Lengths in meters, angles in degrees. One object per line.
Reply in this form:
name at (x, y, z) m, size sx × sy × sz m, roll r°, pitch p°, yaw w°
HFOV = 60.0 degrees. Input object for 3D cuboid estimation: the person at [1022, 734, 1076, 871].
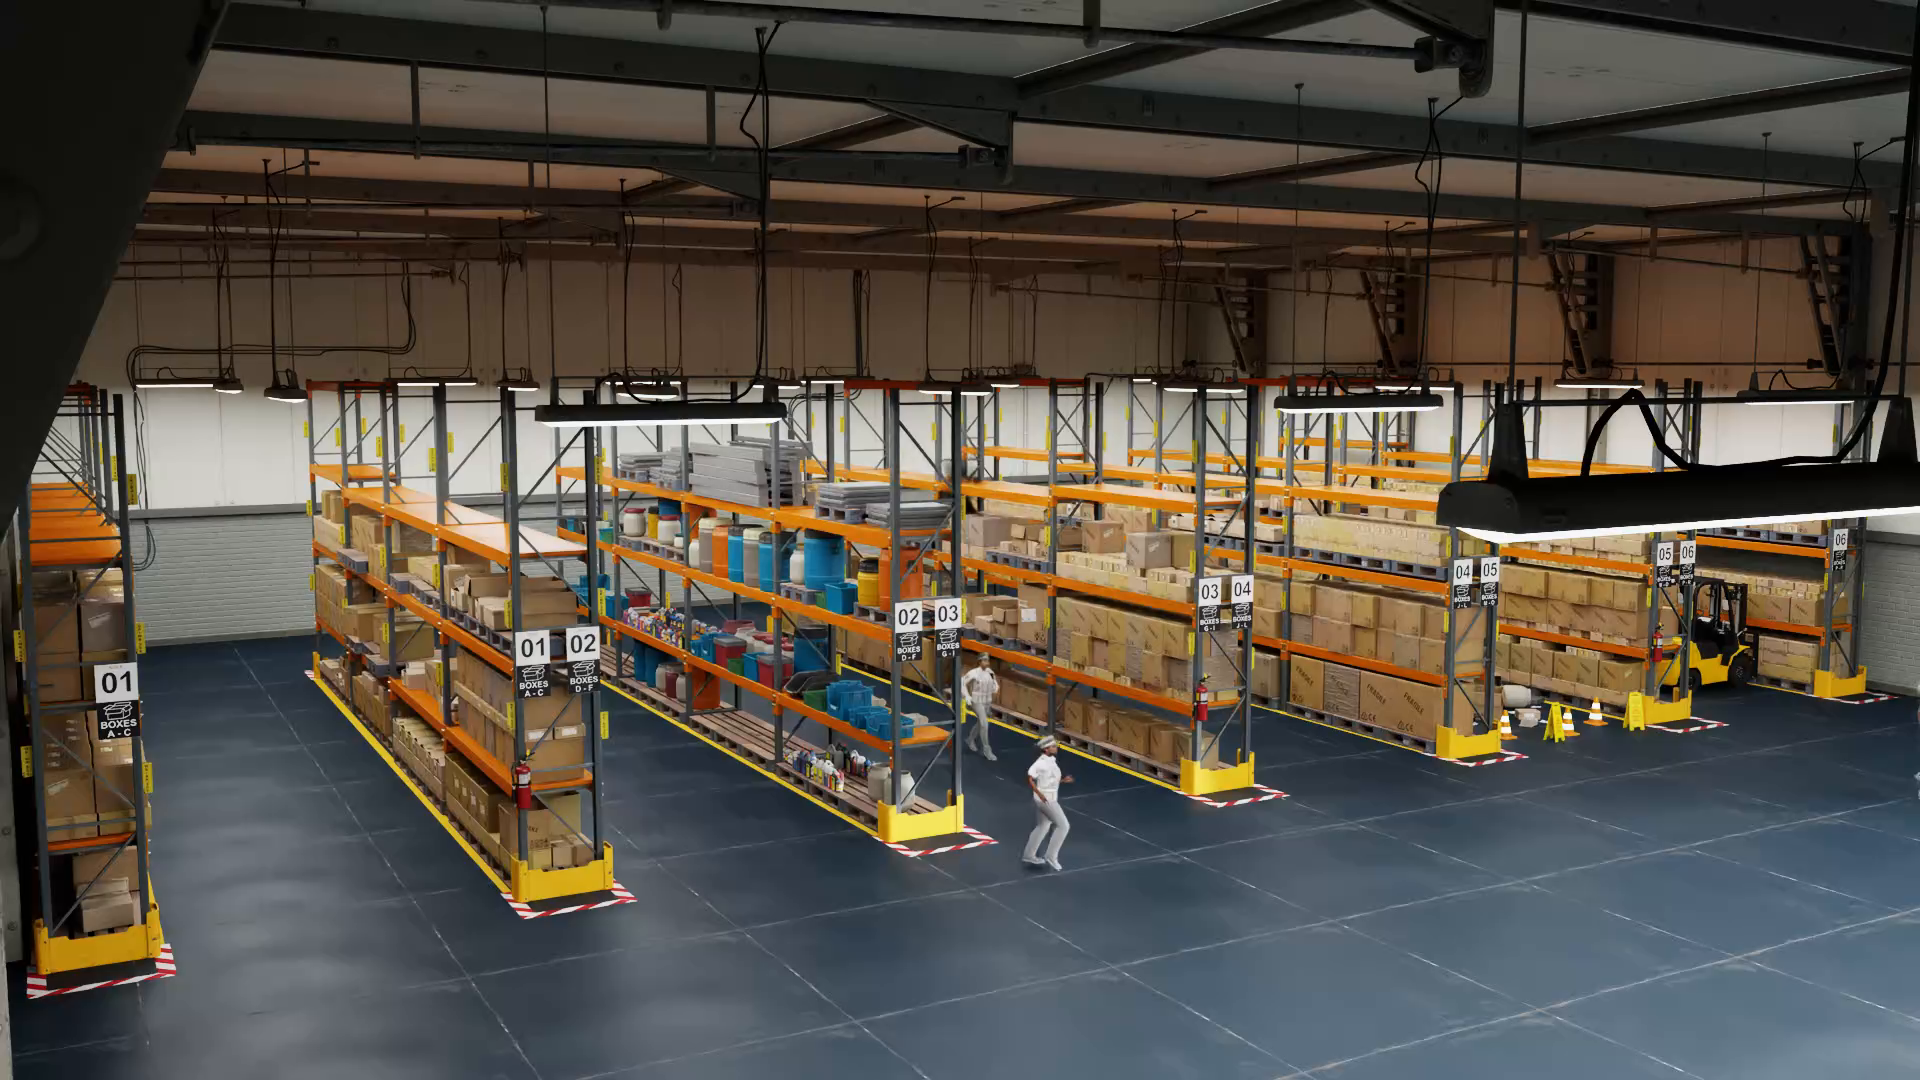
person at (1.113, 3.290, 20.835) m, size 0.680 × 1.733 × 0.568 m, roll 1°, pitch 6°, yaw 7°

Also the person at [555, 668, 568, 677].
person at (-6.969, 2.444, 29.076) m, size 0.663 × 1.636 × 0.609 m, roll 6°, pitch 8°, yaw 44°

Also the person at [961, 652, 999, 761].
person at (0.359, 2.630, 26.738) m, size 0.614 × 1.702 × 0.836 m, roll -5°, pitch 8°, yaw -40°
